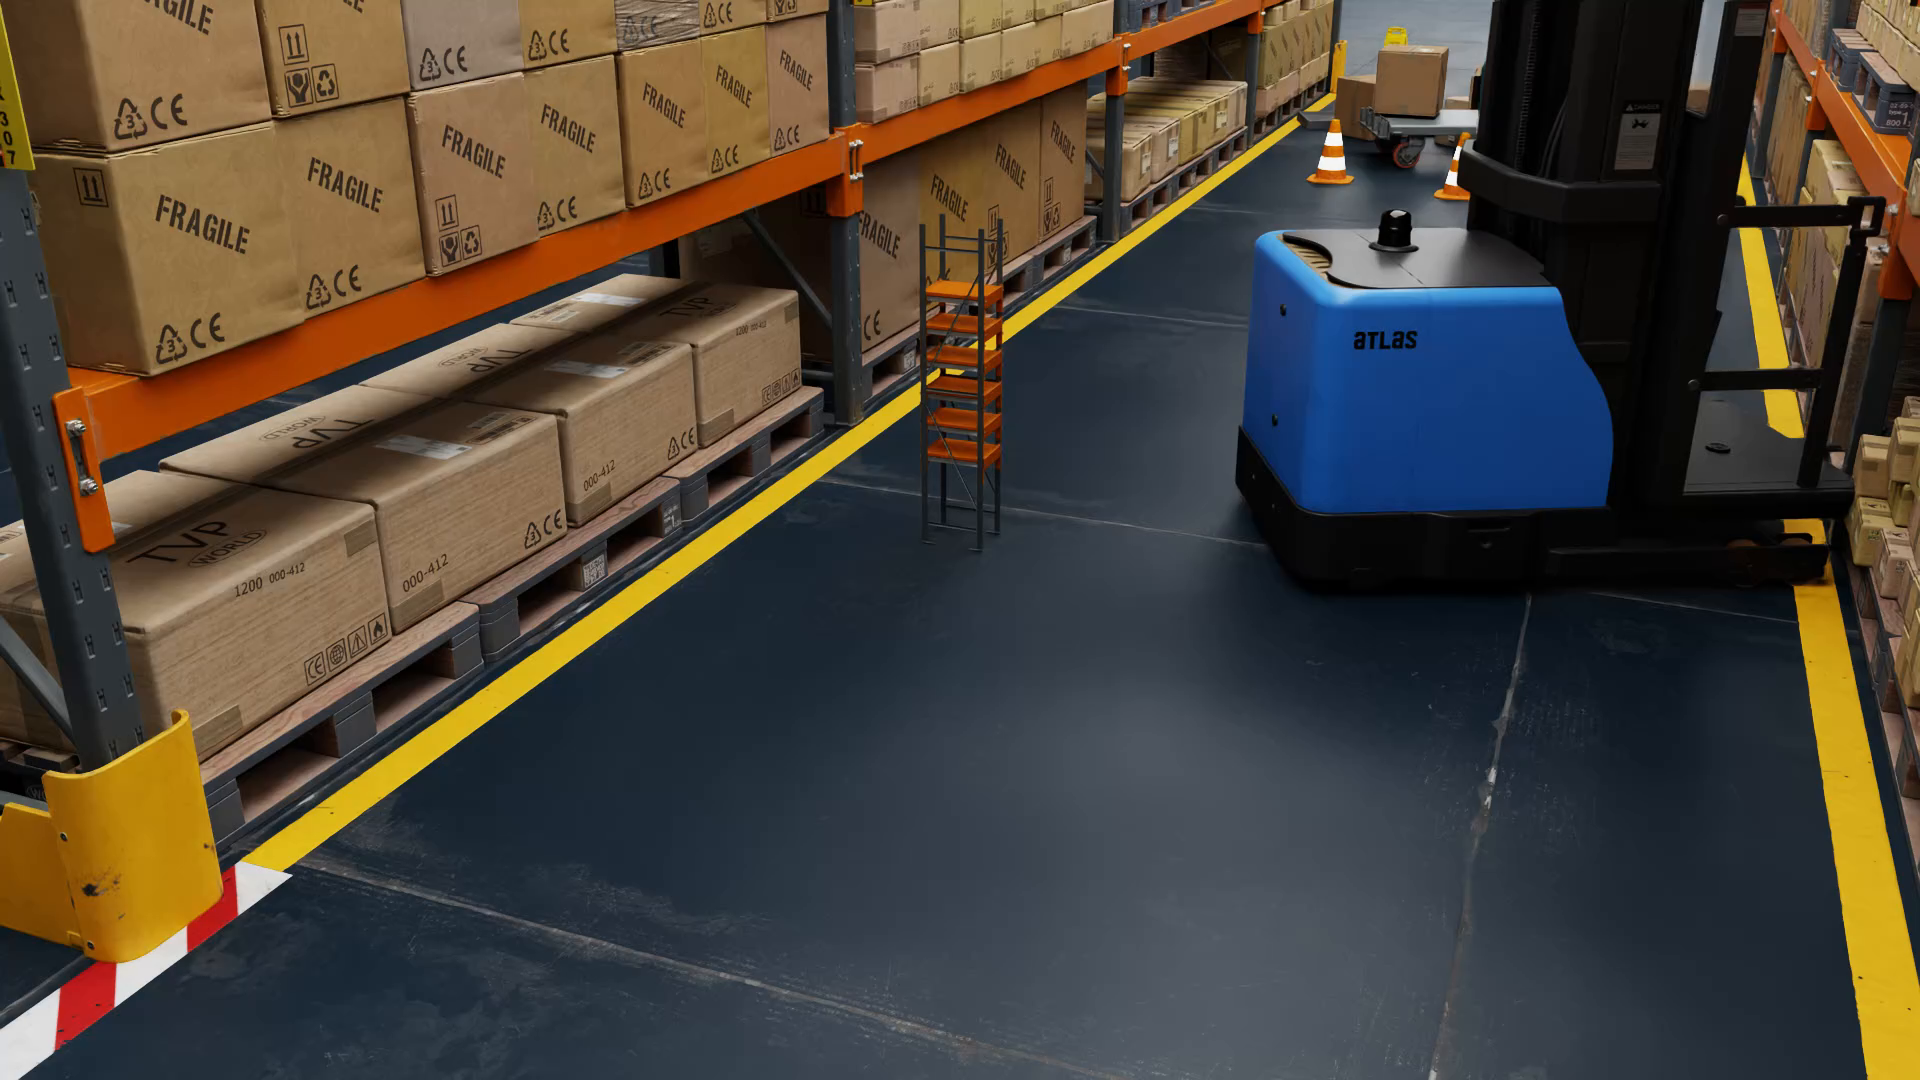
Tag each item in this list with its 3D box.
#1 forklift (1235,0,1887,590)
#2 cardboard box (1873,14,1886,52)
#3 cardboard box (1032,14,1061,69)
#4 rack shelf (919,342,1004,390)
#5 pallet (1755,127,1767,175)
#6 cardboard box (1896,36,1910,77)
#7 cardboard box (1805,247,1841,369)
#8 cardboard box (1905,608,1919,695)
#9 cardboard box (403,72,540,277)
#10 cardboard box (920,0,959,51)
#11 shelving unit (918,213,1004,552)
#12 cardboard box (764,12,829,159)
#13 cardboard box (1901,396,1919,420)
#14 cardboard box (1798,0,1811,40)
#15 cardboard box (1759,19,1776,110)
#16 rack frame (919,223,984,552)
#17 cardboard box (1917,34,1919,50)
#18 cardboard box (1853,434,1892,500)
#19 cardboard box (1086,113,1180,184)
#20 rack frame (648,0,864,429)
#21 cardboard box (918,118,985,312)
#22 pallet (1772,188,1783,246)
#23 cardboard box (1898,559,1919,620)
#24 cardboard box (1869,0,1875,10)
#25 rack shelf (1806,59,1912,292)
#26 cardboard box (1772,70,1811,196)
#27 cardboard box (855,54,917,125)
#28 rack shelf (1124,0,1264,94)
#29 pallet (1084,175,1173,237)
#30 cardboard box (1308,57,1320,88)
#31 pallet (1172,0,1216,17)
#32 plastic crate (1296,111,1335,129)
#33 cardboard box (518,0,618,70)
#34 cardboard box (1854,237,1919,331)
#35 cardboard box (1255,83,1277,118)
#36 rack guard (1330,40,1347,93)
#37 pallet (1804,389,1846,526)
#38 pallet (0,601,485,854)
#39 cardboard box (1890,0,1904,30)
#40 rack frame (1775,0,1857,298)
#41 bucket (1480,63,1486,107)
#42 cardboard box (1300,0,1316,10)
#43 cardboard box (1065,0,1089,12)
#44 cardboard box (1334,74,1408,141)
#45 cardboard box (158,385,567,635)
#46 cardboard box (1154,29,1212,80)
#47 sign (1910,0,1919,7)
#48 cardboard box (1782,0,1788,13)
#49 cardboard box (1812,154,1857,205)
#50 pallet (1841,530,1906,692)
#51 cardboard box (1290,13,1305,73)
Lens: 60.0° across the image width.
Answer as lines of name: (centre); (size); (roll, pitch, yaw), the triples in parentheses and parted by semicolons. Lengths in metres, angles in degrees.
forklift: (2.634, -1.388, 5.771); (3.031, 2.935, 1.130); (-2, 23, -4)
cardboard box: (4.545, -2.389, 7.858); (0.380, 0.149, 0.250); (10, 25, 22)
cardboard box: (0.240, -2.754, 9.145); (0.500, 0.250, 0.500); (9, 24, 20)
rack shelf: (0.005, -0.629, 6.002); (0.258, 0.103, 0.180); (9, 24, 20)
pallet: (7.038, -3.137, 13.486); (1.003, 0.211, 1.213); (9, 24, 20)
cardboard box: (4.156, -2.015, 6.963); (0.380, 0.149, 0.250); (10, 25, 22)
cardboard box: (4.138, -1.008, 7.469); (0.500, 0.500, 0.500); (8, 24, 19)
cardboard box: (2.717, 0.321, 4.357); (0.380, 0.149, 0.250); (9, 24, 21)
cardboard box: (-1.595, -1.082, 4.820); (0.500, 0.500, 0.500); (9, 24, 20)
cardboard box: (-0.329, -2.442, 7.750); (0.500, 0.250, 0.500); (9, 24, 21)
shelving unit: (0.005, -0.559, 6.031); (0.258, 1.200, 0.189); (9, 24, 20)
cardboard box: (-0.857, -1.816, 6.576); (0.500, 0.500, 0.500); (9, 24, 21)
cardboard box: (3.391, -0.359, 5.600); (0.380, 0.149, 0.250); (10, 25, 22)
cardboard box: (5.487, -3.334, 10.211); (0.500, 0.500, 0.500); (8, 24, 19)
cardboard box: (7.653, -4.240, 14.722); (0.875, 0.875, 0.875); (8, 24, 19)
rack frame: (-0.029, -0.526, 5.953); (0.240, 1.200, 0.006); (9, 24, 20)
cardboard box: (3.965, -1.967, 6.463); (0.380, 0.149, 0.250); (8, 24, 18)
cardboard box: (3.280, -0.232, 5.681); (0.380, 0.149, 0.250); (10, 25, 22)
cardboard box: (1.049, -2.851, 12.048); (0.950, 0.372, 0.625); (8, 24, 19)
rack frame: (-0.922, -1.973, 7.081); (1.000, 3.000, 0.127); (9, 24, 20)
cardboard box: (-0.438, -1.744, 8.744); (0.875, 0.875, 0.875); (10, 24, 22)
pallet: (6.015, -2.151, 11.126); (1.003, 0.211, 1.213); (9, 24, 20)
cardboard box: (3.087, 0.196, 5.044); (0.380, 0.149, 0.250); (8, 24, 19)
cardboard box: (4.732, -2.705, 8.229); (0.380, 0.149, 0.250); (10, 25, 23)
rack shelf: (4.454, -1.684, 7.323); (1.077, 0.370, 4.000); (9, 24, 20)
cardboard box: (6.174, -2.739, 11.289); (1.050, 0.750, 0.750); (9, 24, 20)
cardboard box: (-0.514, -2.023, 7.396); (0.500, 0.250, 0.500); (8, 24, 19)
rack shelf: (1.307, -3.788, 12.359); (1.077, 0.370, 4.000); (9, 24, 20)
pallet: (0.855, -2.397, 11.714); (1.003, 0.211, 1.213); (9, 24, 20)
cardboard box: (3.285, -4.680, 16.584); (0.500, 0.250, 0.500); (9, 24, 20)
pallet: (1.261, -4.030, 12.254); (1.003, 0.211, 1.213); (9, 24, 20)
plastic crate: (3.394, -3.933, 15.561); (0.402, 0.080, 0.583); (1, 23, 2)
cardboard box: (-1.411, -1.729, 5.072); (0.500, 0.500, 0.500); (9, 24, 20)
cardboard box: (3.753, -0.989, 6.452); (0.500, 0.250, 0.500); (8, 24, 19)
cardboard box: (2.519, -3.933, 14.796); (0.500, 0.250, 0.500); (8, 24, 18)
rack guard: (3.507, -5.086, 17.778); (1.175, 0.500, 0.348); (9, 24, 20)
pallet: (3.999, -0.292, 6.675); (1.003, 0.211, 1.213); (9, 24, 20)
pallet: (-2.184, 0.448, 4.903); (1.003, 0.211, 1.213); (9, 24, 20)
cardboard box: (4.354, -2.341, 7.358); (0.380, 0.149, 0.250); (9, 24, 20)
rack frame: (5.197, -2.731, 8.897); (1.000, 3.000, 0.127); (9, 24, 20)
bucket: (4.593, -3.732, 13.569); (0.726, 0.611, 0.620); (19, 39, 38)
cardboard box: (3.210, -5.189, 15.988); (0.380, 0.149, 0.250); (10, 25, 22)
cardboard box: (0.433, -3.172, 9.497); (0.500, 0.250, 0.500); (8, 24, 19)
cardboard box: (3.711, -3.872, 14.867); (0.500, 0.500, 0.500); (-12, 25, -26)
cardboard box: (-1.923, -0.132, 5.453); (0.875, 0.438, 0.875); (9, 24, 21)
cardboard box: (2.020, -4.357, 14.838); (0.500, 0.500, 0.500); (8, 24, 19)
sign: (3.195, -1.912, 5.434); (0.100, 0.325, 0.005); (9, 24, 20)
cardboard box: (6.238, -4.059, 11.947); (0.500, 0.500, 0.500); (9, 24, 21)
cardboard box: (4.528, -1.724, 8.211); (0.500, 0.250, 0.500); (8, 24, 19)
pallet: (3.495, 0.232, 5.420); (1.003, 0.211, 1.213); (9, 24, 20)
cardboard box: (2.901, -4.657, 15.558); (0.500, 0.500, 0.500); (10, 25, 23)
